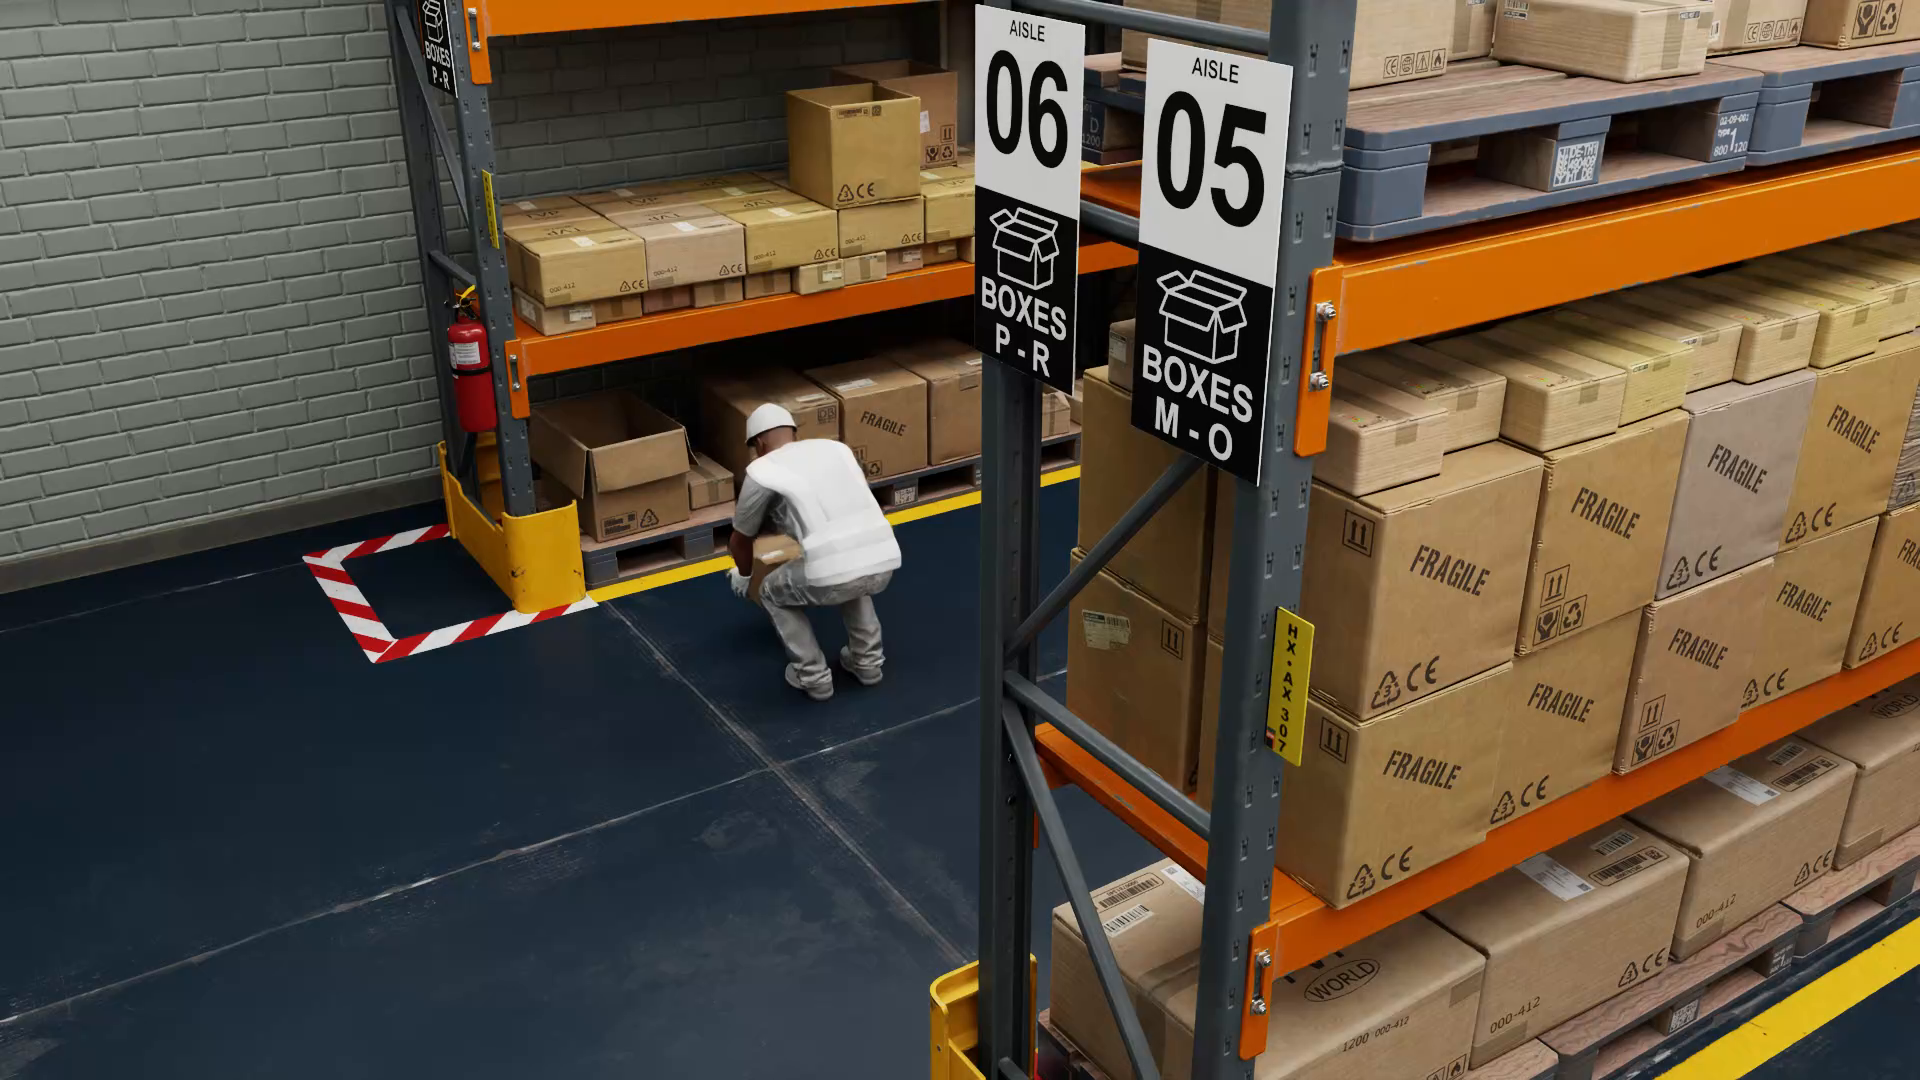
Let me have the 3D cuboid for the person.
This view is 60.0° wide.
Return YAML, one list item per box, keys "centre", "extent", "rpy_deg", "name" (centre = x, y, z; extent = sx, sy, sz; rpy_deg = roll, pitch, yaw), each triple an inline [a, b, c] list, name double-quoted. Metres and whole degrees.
- centre: [-0.639, 0.063, 7.164]
  extent: [0.597, 1.183, 0.853]
  rpy_deg: [-15, 29, -30]
  name: "person"
